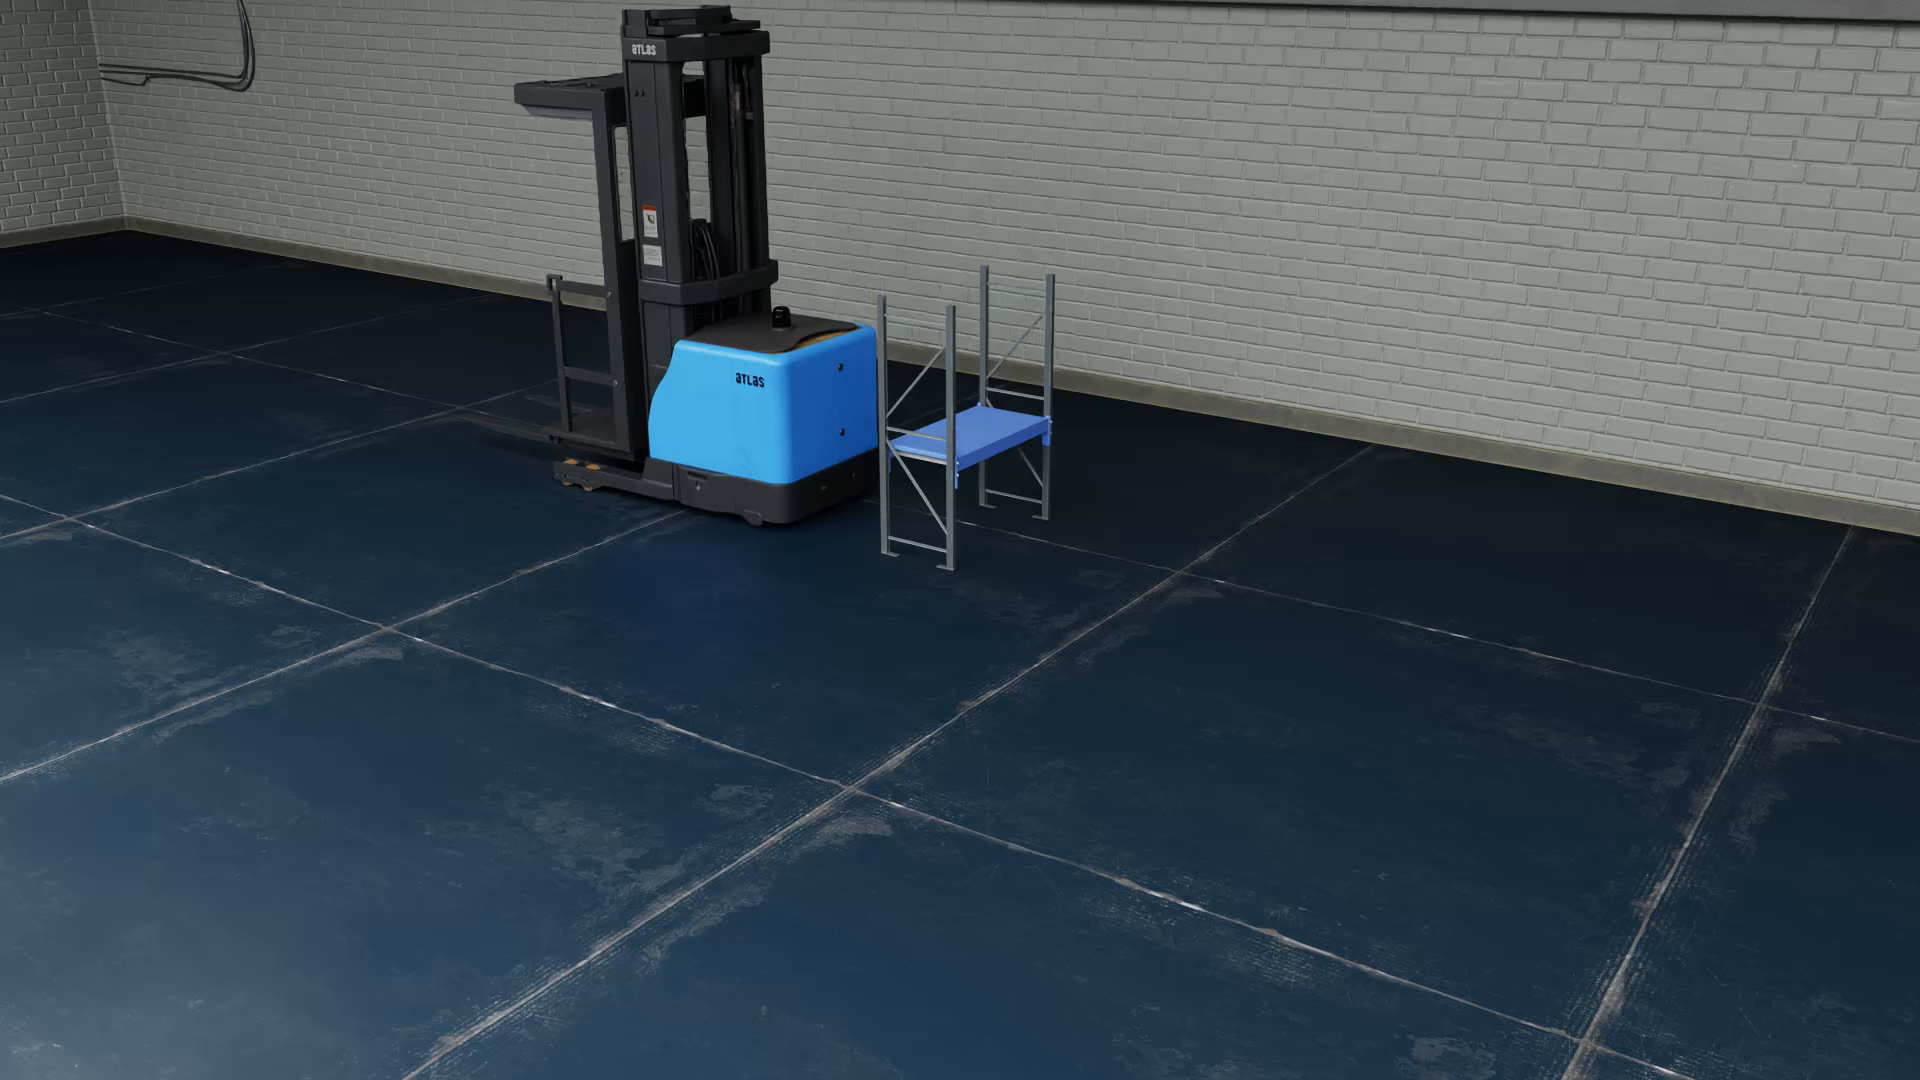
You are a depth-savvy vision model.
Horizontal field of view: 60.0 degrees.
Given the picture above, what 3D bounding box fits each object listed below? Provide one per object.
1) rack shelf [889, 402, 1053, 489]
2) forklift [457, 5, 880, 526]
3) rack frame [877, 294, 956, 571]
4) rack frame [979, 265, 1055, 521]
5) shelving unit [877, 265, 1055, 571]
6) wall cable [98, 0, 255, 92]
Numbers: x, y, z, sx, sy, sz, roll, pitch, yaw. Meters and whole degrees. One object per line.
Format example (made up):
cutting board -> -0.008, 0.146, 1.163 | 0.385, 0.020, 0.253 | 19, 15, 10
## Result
rack shelf -> 0.048, -0.559, 9.633 | 0.538, 0.185, 1.000 | 13, 24, 32
forklift -> -2.010, -1.828, 10.481 | 3.031, 2.935, 1.130 | 13, 24, 31
rack frame -> -0.238, -0.582, 9.177 | 0.500, 1.500, 0.032 | 13, 24, 32
rack frame -> 0.334, -0.874, 9.965 | 0.500, 1.500, 0.032 | 13, 24, 32
shelving unit -> 0.048, -0.728, 9.571 | 0.538, 1.500, 1.048 | 13, 24, 32
wall cable -> -8.696, -6.160, 17.924 | 3.097, 2.526, 0.112 | 13, 24, 32
